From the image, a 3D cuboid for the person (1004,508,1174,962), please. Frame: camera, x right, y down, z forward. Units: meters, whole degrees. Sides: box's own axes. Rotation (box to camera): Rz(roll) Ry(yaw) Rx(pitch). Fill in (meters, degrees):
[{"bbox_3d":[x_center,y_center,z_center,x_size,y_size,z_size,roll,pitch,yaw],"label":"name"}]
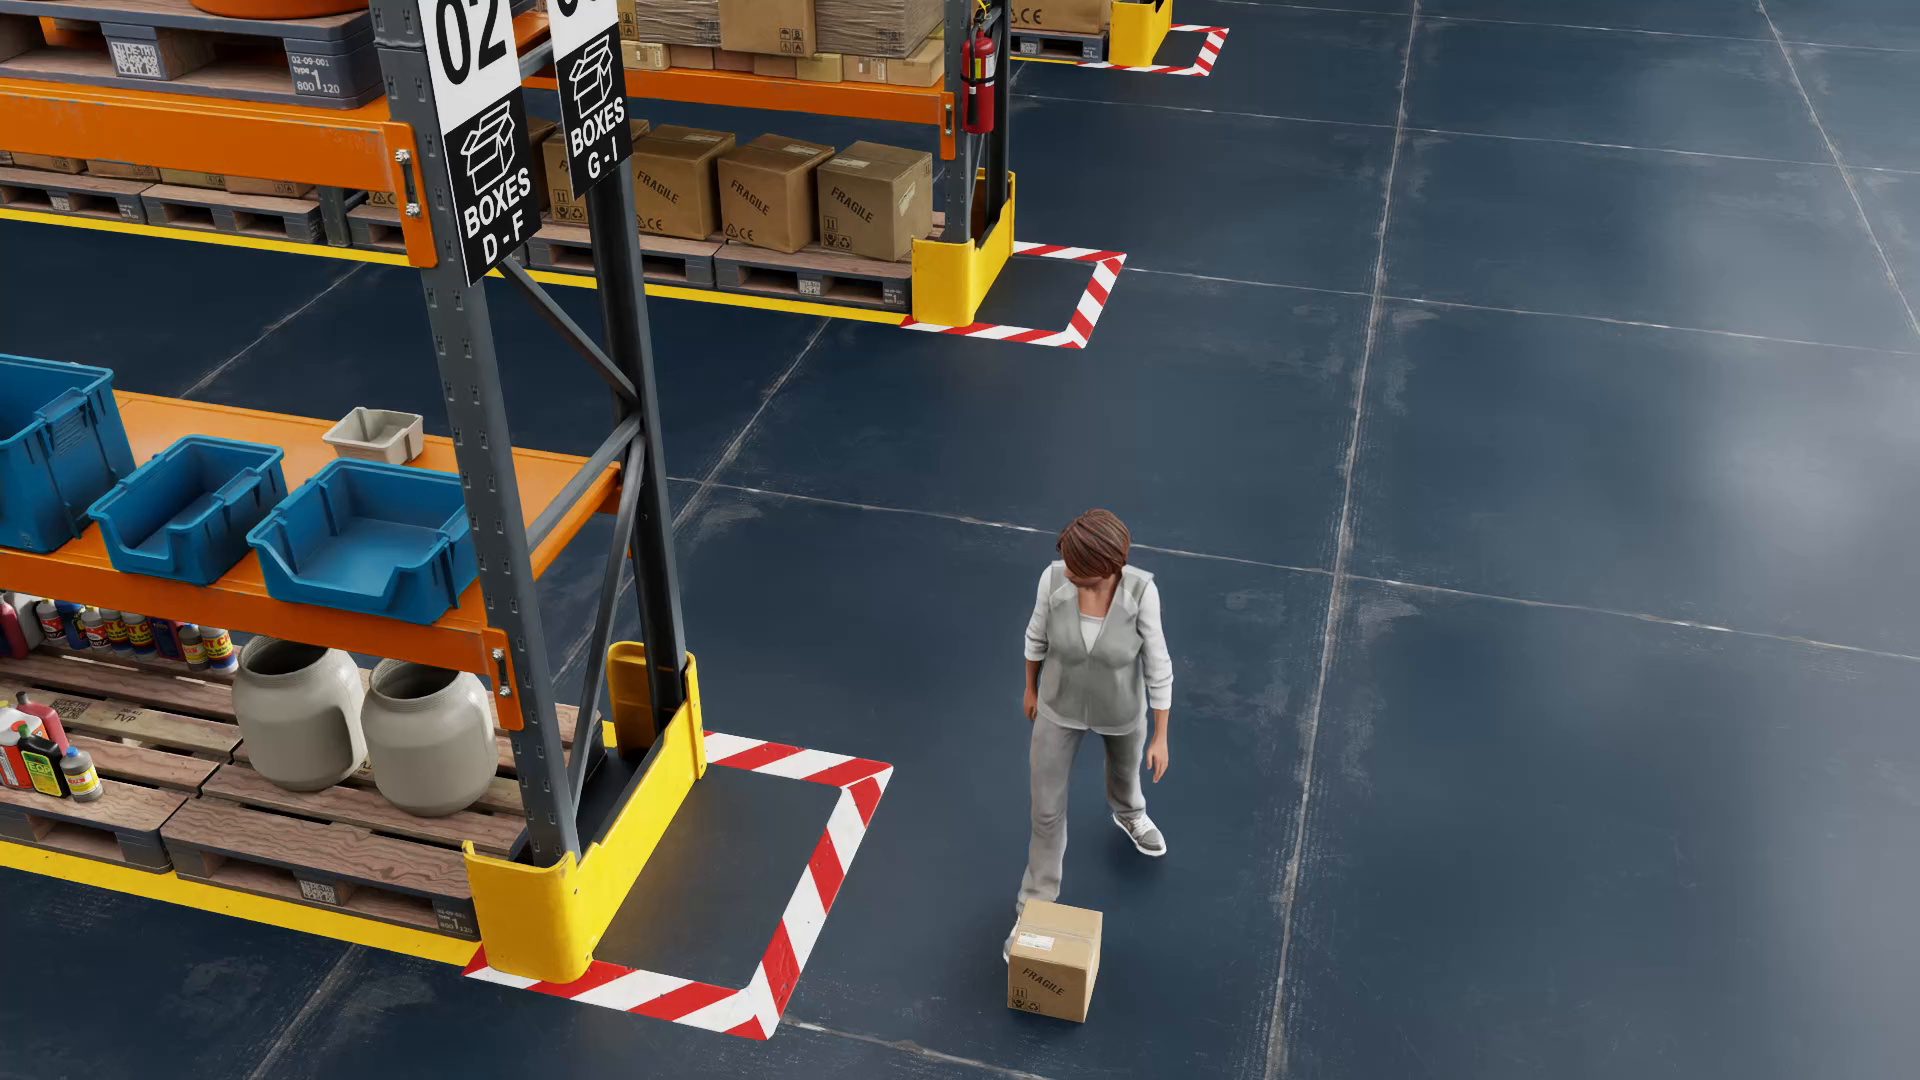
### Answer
[{"bbox_3d":[0.440,0.558,5.290,0.538,1.554,0.799,3,33,4],"label":"person"}]
